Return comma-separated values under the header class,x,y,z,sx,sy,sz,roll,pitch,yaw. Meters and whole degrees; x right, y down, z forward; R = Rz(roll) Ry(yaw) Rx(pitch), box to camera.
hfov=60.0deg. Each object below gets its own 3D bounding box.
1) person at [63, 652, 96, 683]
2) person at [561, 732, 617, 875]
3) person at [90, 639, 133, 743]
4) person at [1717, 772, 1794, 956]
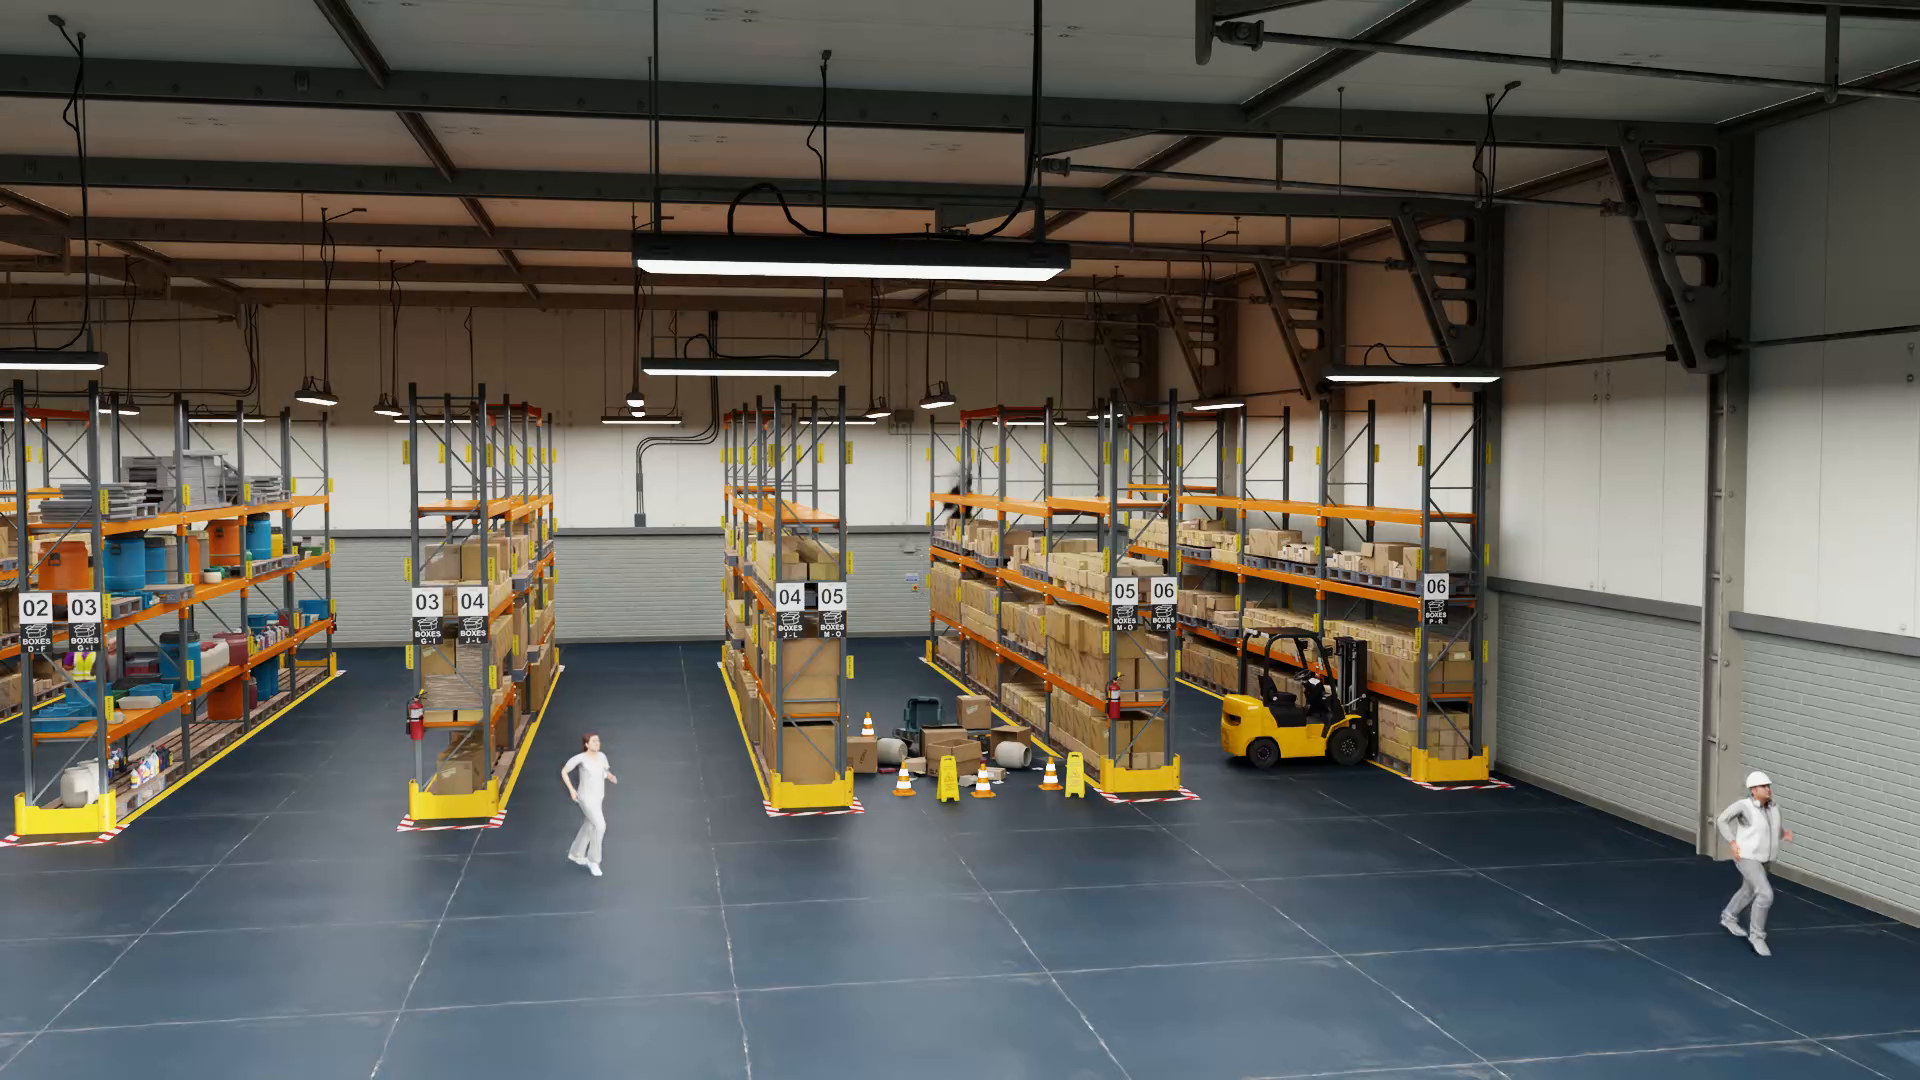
class,x,y,z,sx,sy,sz,roll,pitch,yaw
person,-15.876,2.565,30.167,0.692,1.786,0.918,-1,3,-20
person,-4.457,3.161,20.068,0.747,1.721,0.553,2,3,30
person,-14.824,2.611,29.110,0.708,1.777,1.050,-1,3,-19
person,8.103,3.256,16.955,0.651,1.828,0.788,-1,3,-25
